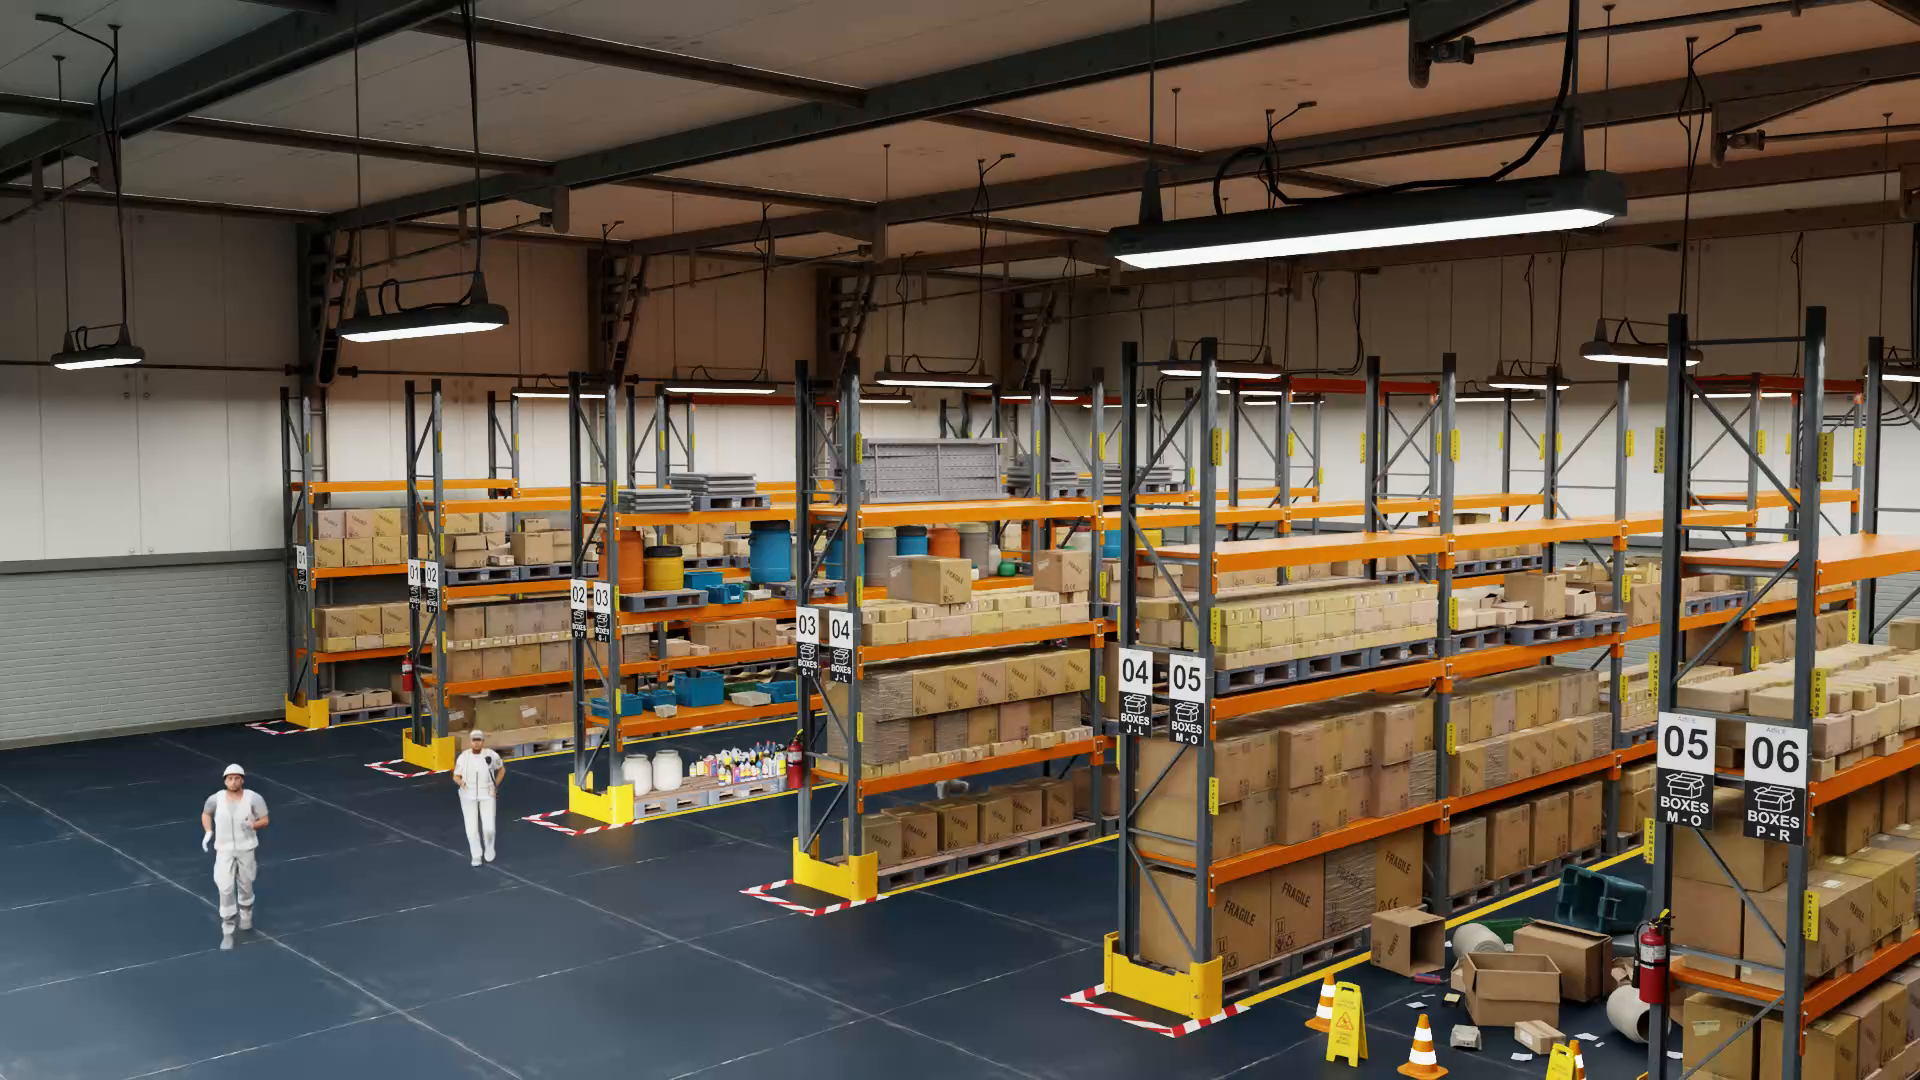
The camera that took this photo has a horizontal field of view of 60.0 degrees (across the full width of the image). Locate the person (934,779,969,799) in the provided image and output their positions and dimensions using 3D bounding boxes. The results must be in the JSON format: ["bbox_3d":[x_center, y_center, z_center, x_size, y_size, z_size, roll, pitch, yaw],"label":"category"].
[{"bbox_3d":[-0.139,2.885,22.108,0.710,1.753,0.779,3,5,41],"label":"person"}]

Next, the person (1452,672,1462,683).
[{"bbox_3d":[7.302,2.699,24.623,0.673,1.755,0.944,4,5,45],"label":"person"}]

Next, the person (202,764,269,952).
[{"bbox_3d":[-7.369,3.188,16.926,0.639,1.840,0.758,-1,4,-19],"label":"person"}]

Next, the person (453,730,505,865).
[{"bbox_3d":[-5.735,3.079,19.818,0.595,1.623,0.540,-1,4,-12],"label":"person"}]
